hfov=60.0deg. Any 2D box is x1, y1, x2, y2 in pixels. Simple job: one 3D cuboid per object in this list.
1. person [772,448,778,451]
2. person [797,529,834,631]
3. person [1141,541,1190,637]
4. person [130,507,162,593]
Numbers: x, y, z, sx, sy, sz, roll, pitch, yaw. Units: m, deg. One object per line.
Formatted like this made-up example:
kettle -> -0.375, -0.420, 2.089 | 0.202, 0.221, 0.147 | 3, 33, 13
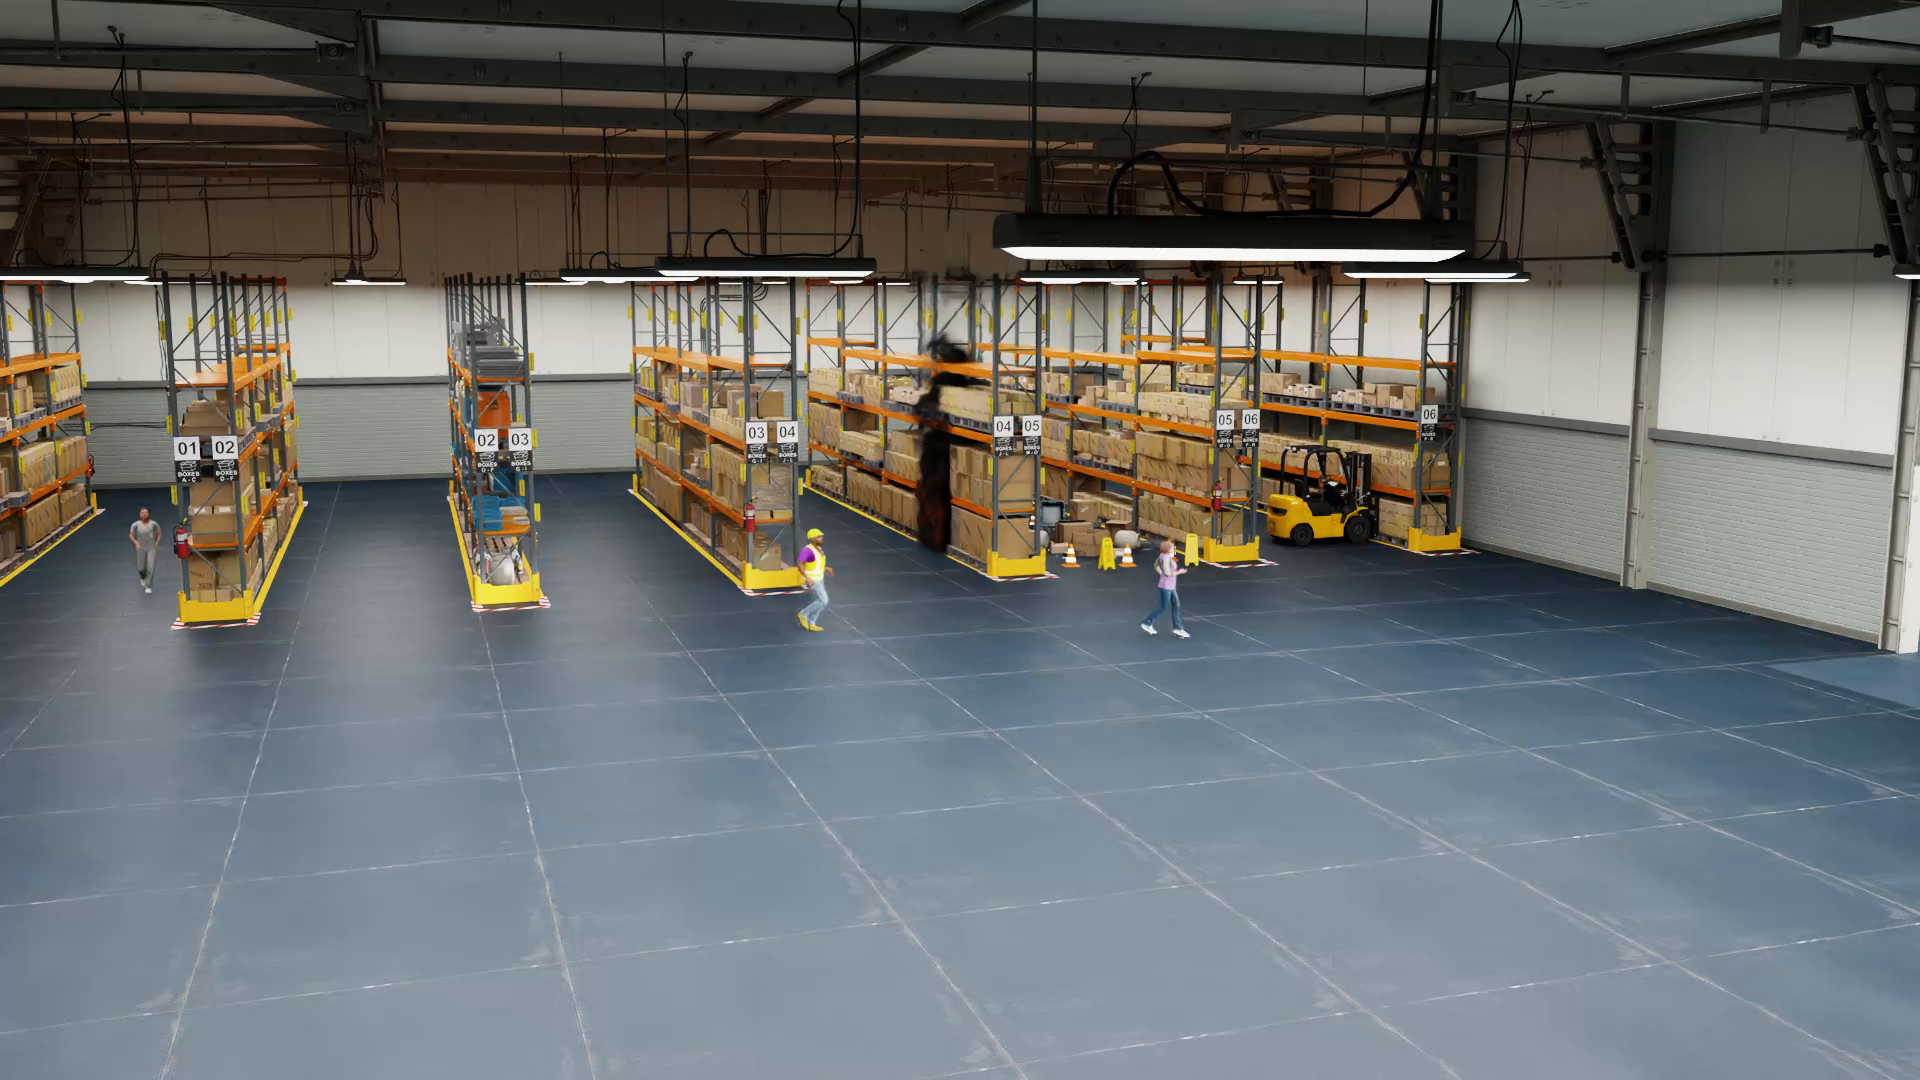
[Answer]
person -> -5.476, -2.231, 47.511 | 0.614, 1.595, 0.598 | 0, 9, 2
person -> -2.427, 0.667, 27.945 | 0.575, 1.730, 0.712 | 2, 9, 11
person -> 3.390, 0.804, 27.321 | 0.799, 1.612, 0.532 | 1, 9, 9
person -> -15.405, 0.179, 31.506 | 0.549, 1.624, 0.558 | -5, 10, -28
